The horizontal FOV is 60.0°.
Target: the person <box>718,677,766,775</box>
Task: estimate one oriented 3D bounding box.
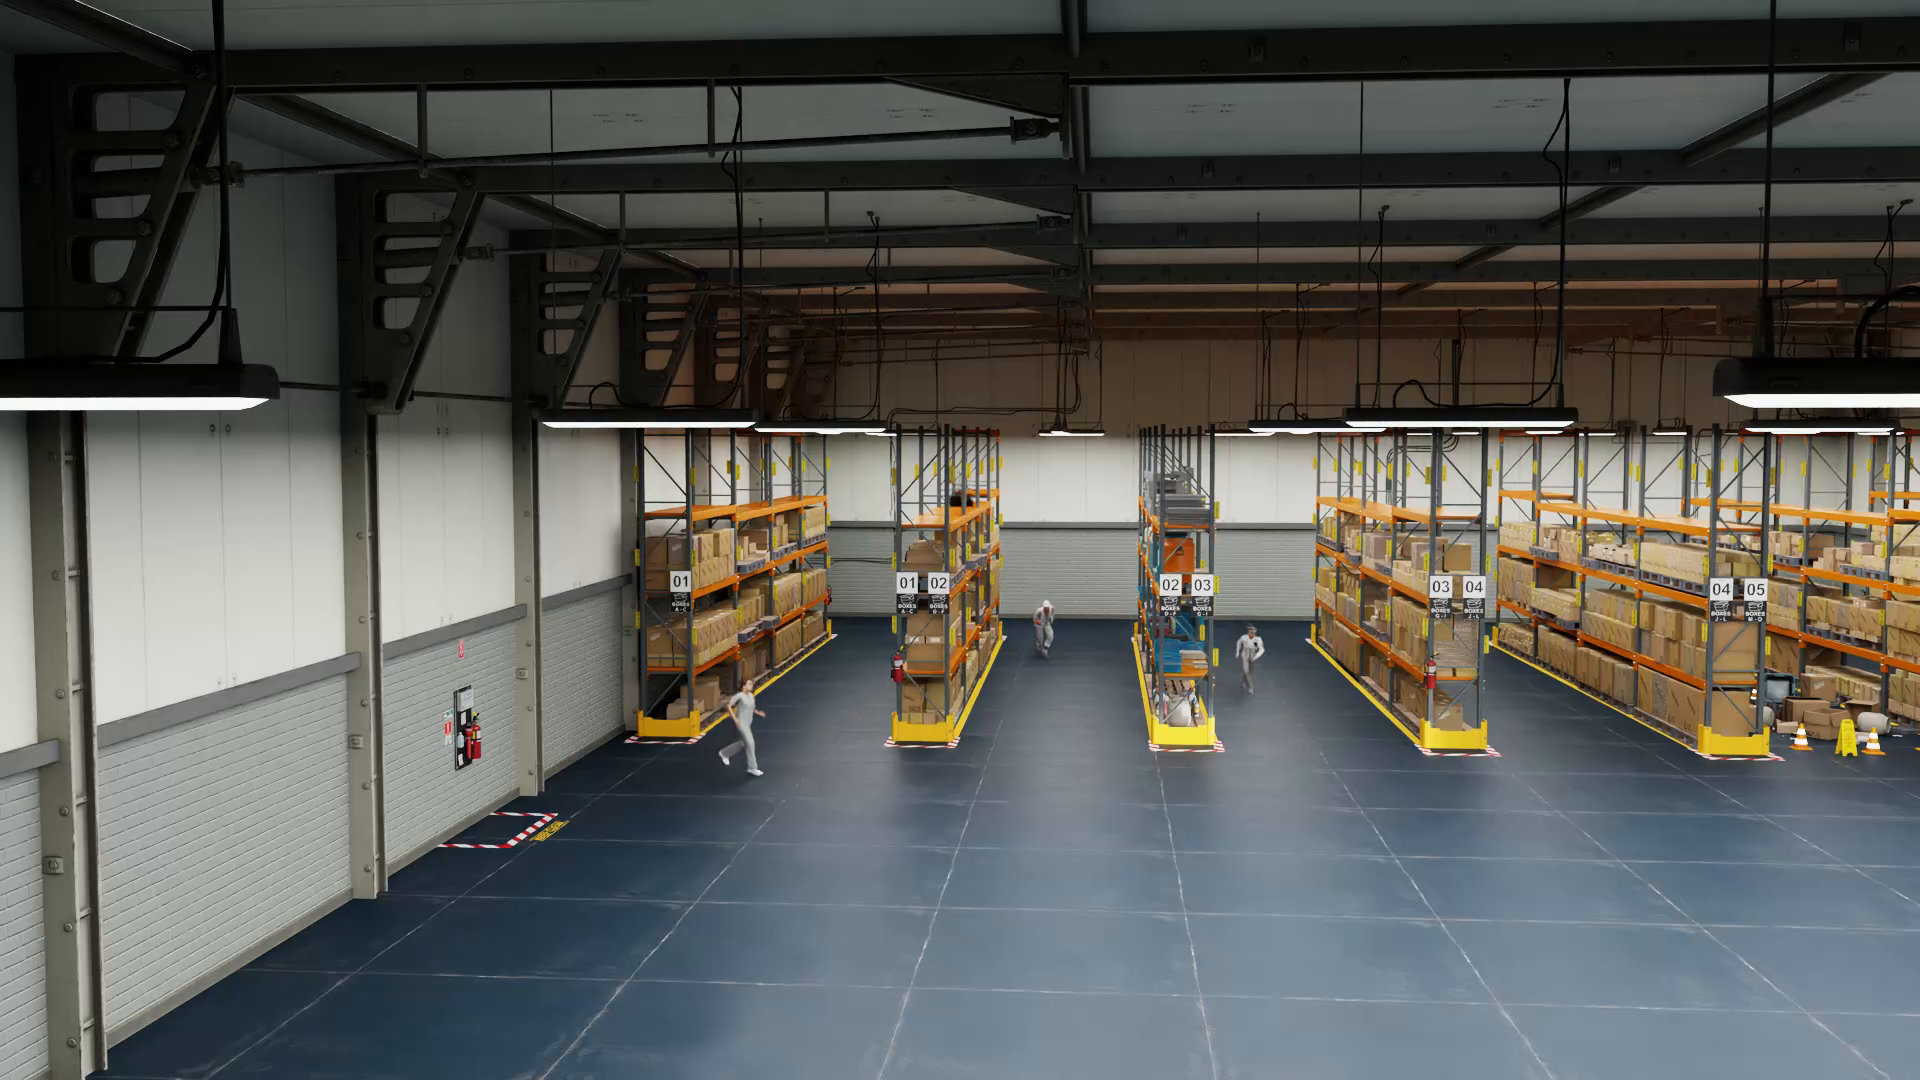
[{"bbox_3d":[-3.767,3.165,28.474,0.940,1.661,0.539,2,4,25],"label":"person"}]

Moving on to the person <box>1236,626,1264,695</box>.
[{"bbox_3d":[6.531,2.668,37.528,0.611,1.521,0.998,0,3,3],"label":"person"}]

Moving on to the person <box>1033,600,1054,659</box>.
[{"bbox_3d":[2.163,2.312,43.669,0.677,1.547,1.197,-1,4,-17],"label":"person"}]
